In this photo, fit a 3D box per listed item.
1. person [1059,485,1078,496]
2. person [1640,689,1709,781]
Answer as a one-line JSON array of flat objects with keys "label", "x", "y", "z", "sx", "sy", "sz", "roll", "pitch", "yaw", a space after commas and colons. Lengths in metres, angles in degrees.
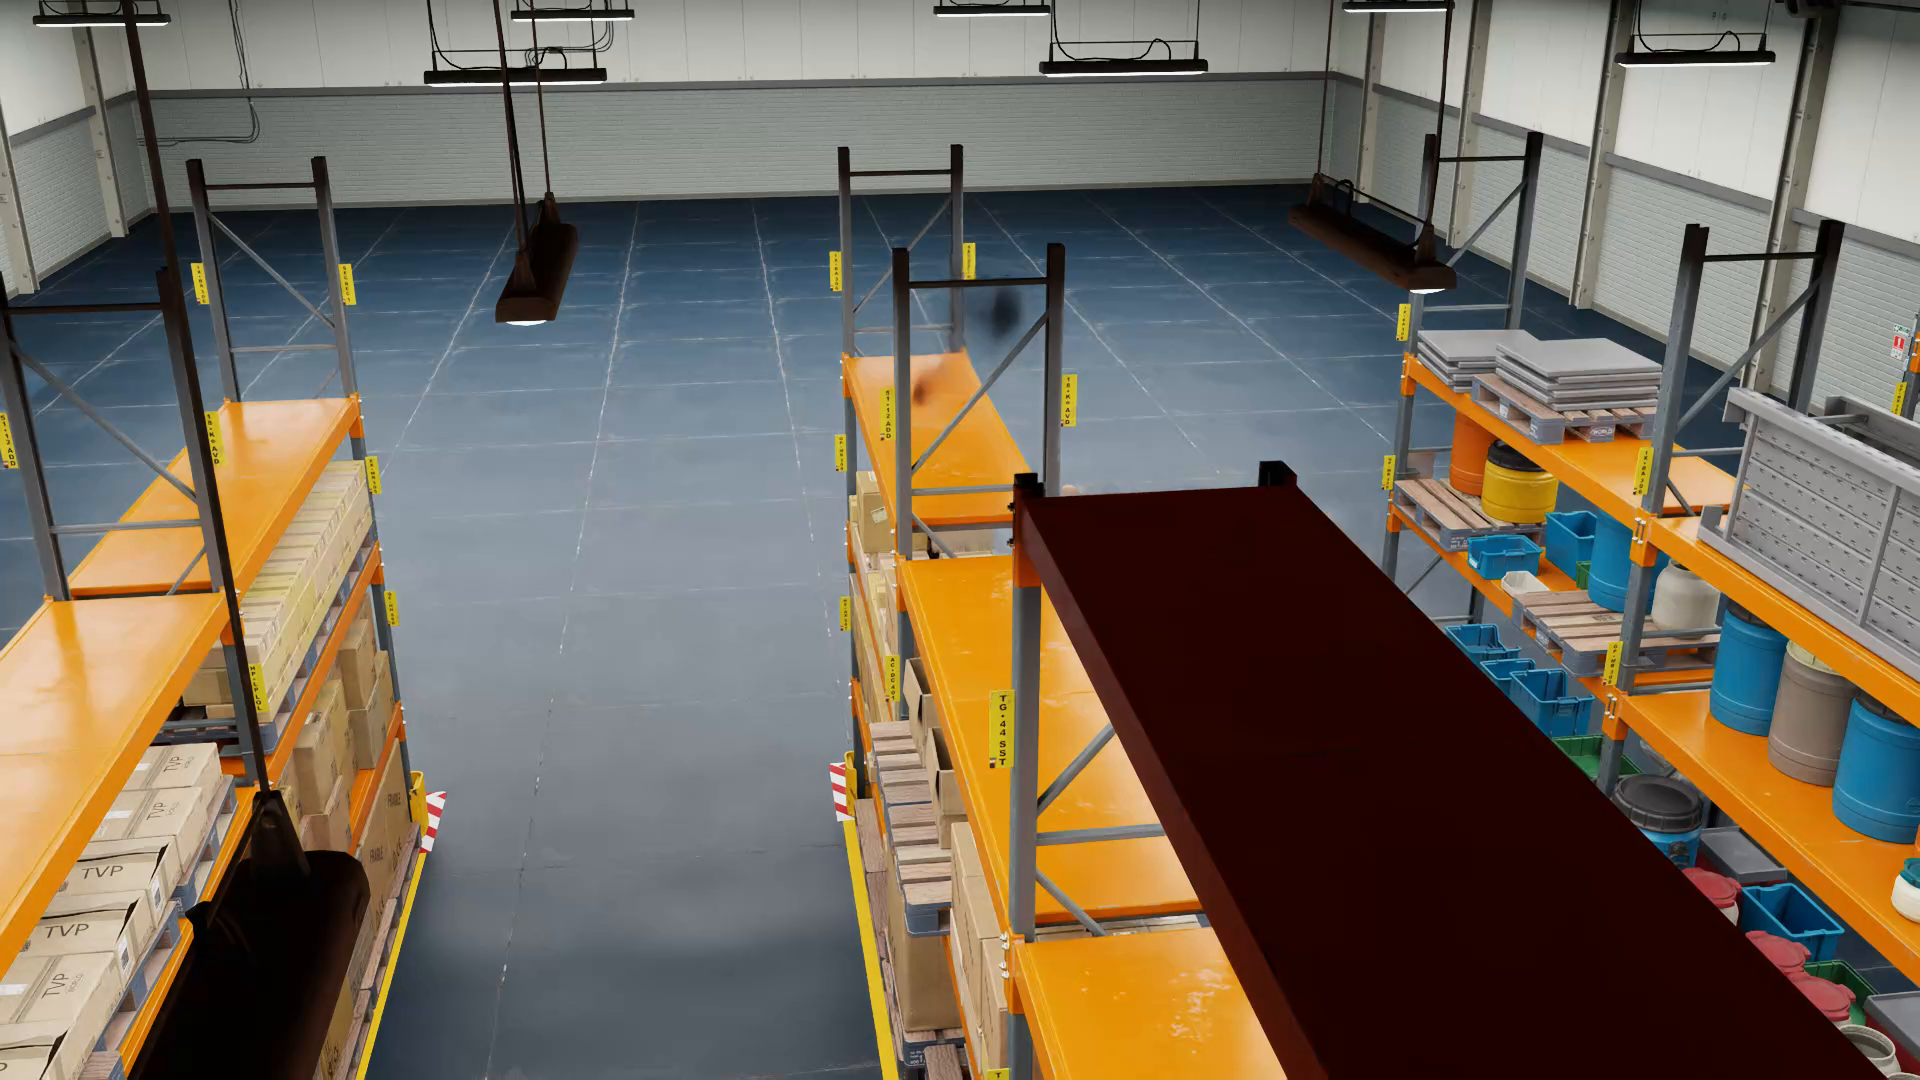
[{"label": "person", "x": 1.229, "y": 0.200, "z": 18.811, "sx": 0.720, "sy": 1.743, "sz": 0.712, "roll": 7, "pitch": 23, "yaw": 17}, {"label": "person", "x": 6.574, "y": 1.631, "z": 15.319, "sx": 0.605, "sy": 1.644, "sz": 0.543, "roll": -7, "pitch": 23, "yaw": -18}]
